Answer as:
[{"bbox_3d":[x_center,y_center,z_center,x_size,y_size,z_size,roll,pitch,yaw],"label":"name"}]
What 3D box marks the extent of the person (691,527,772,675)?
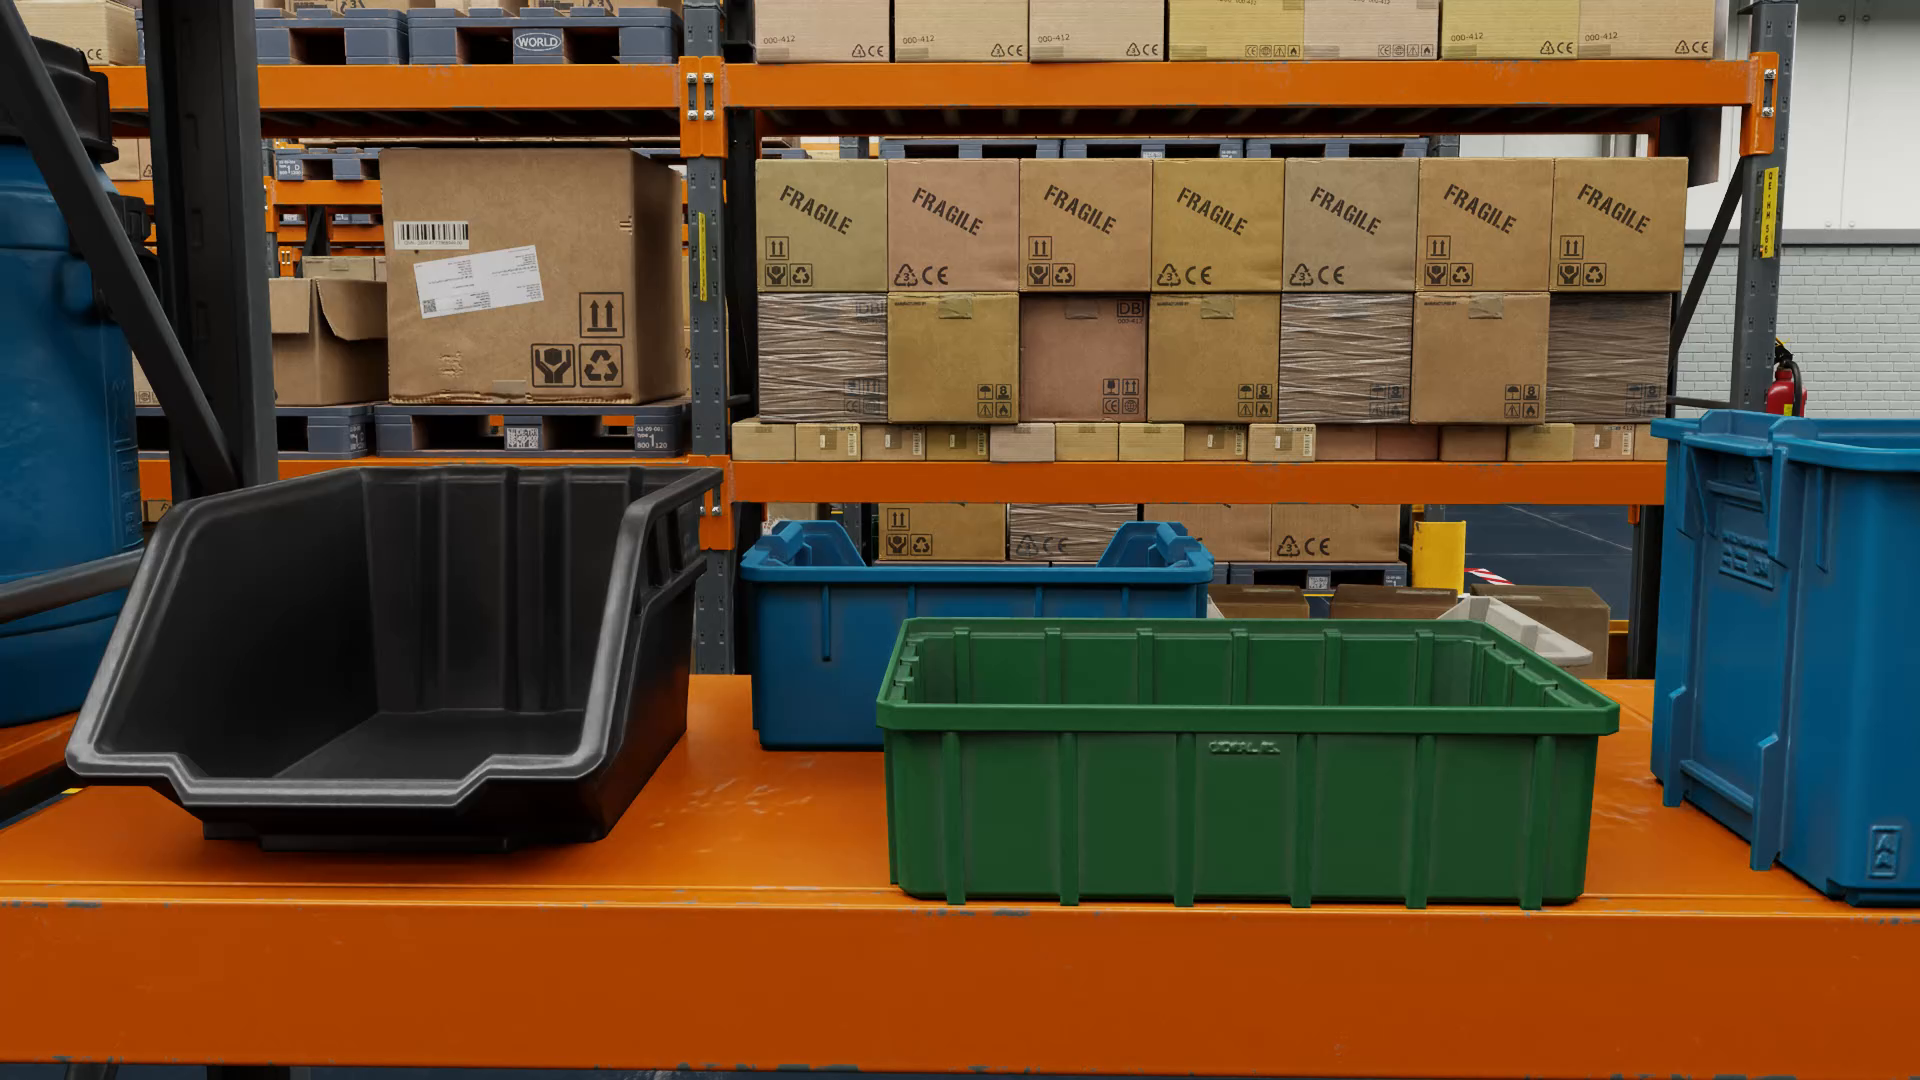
[{"bbox_3d":[-1.141,0.245,8.478,0.841,1.005,0.496,-2,8,-13],"label":"person"}]
